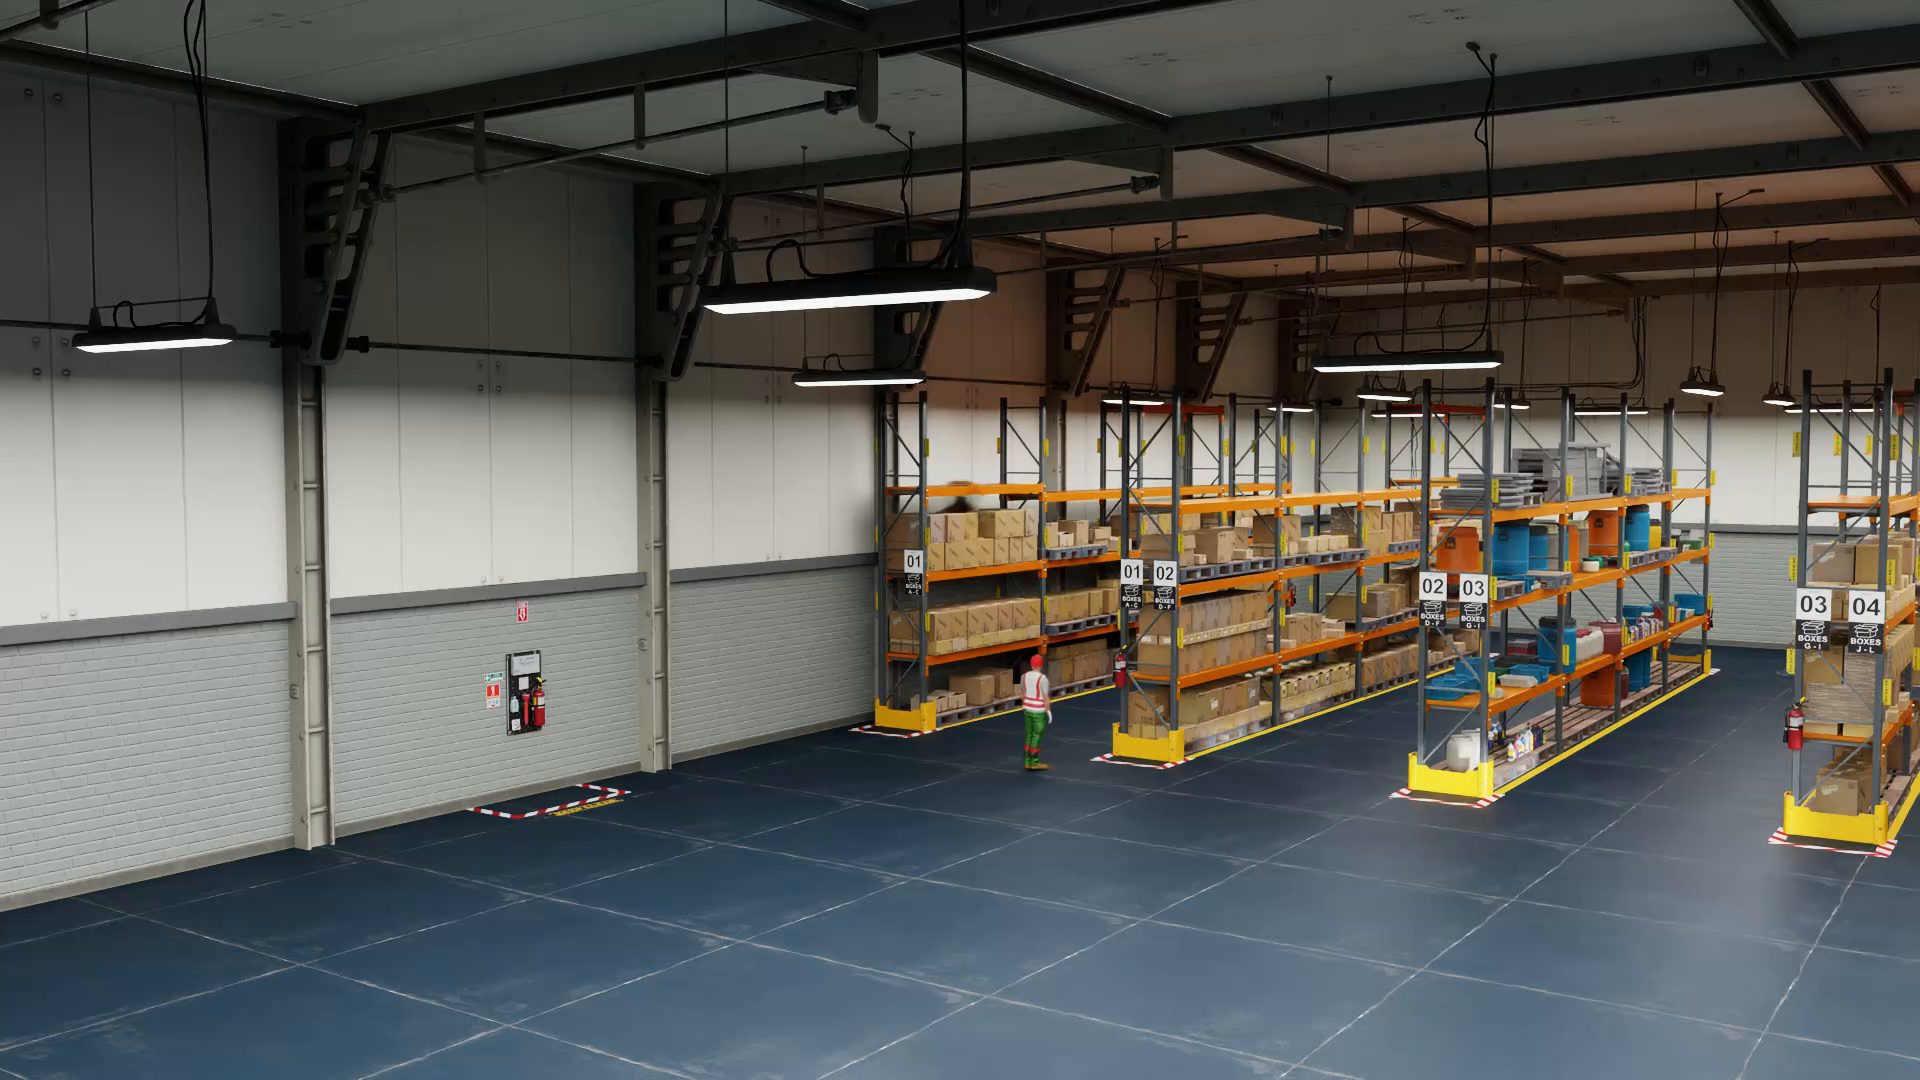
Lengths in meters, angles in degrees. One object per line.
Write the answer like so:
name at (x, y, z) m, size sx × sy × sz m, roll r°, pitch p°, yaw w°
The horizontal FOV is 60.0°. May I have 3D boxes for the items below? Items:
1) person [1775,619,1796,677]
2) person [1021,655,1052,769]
person at (18.067, 2.172, 35.850) m, size 0.584 × 1.630 × 1.004 m, roll -3°, pitch 4°, yaw -45°
person at (1.180, 2.663, 25.843) m, size 0.370 × 1.788 × 0.583 m, roll -2°, pitch 4°, yaw -36°
